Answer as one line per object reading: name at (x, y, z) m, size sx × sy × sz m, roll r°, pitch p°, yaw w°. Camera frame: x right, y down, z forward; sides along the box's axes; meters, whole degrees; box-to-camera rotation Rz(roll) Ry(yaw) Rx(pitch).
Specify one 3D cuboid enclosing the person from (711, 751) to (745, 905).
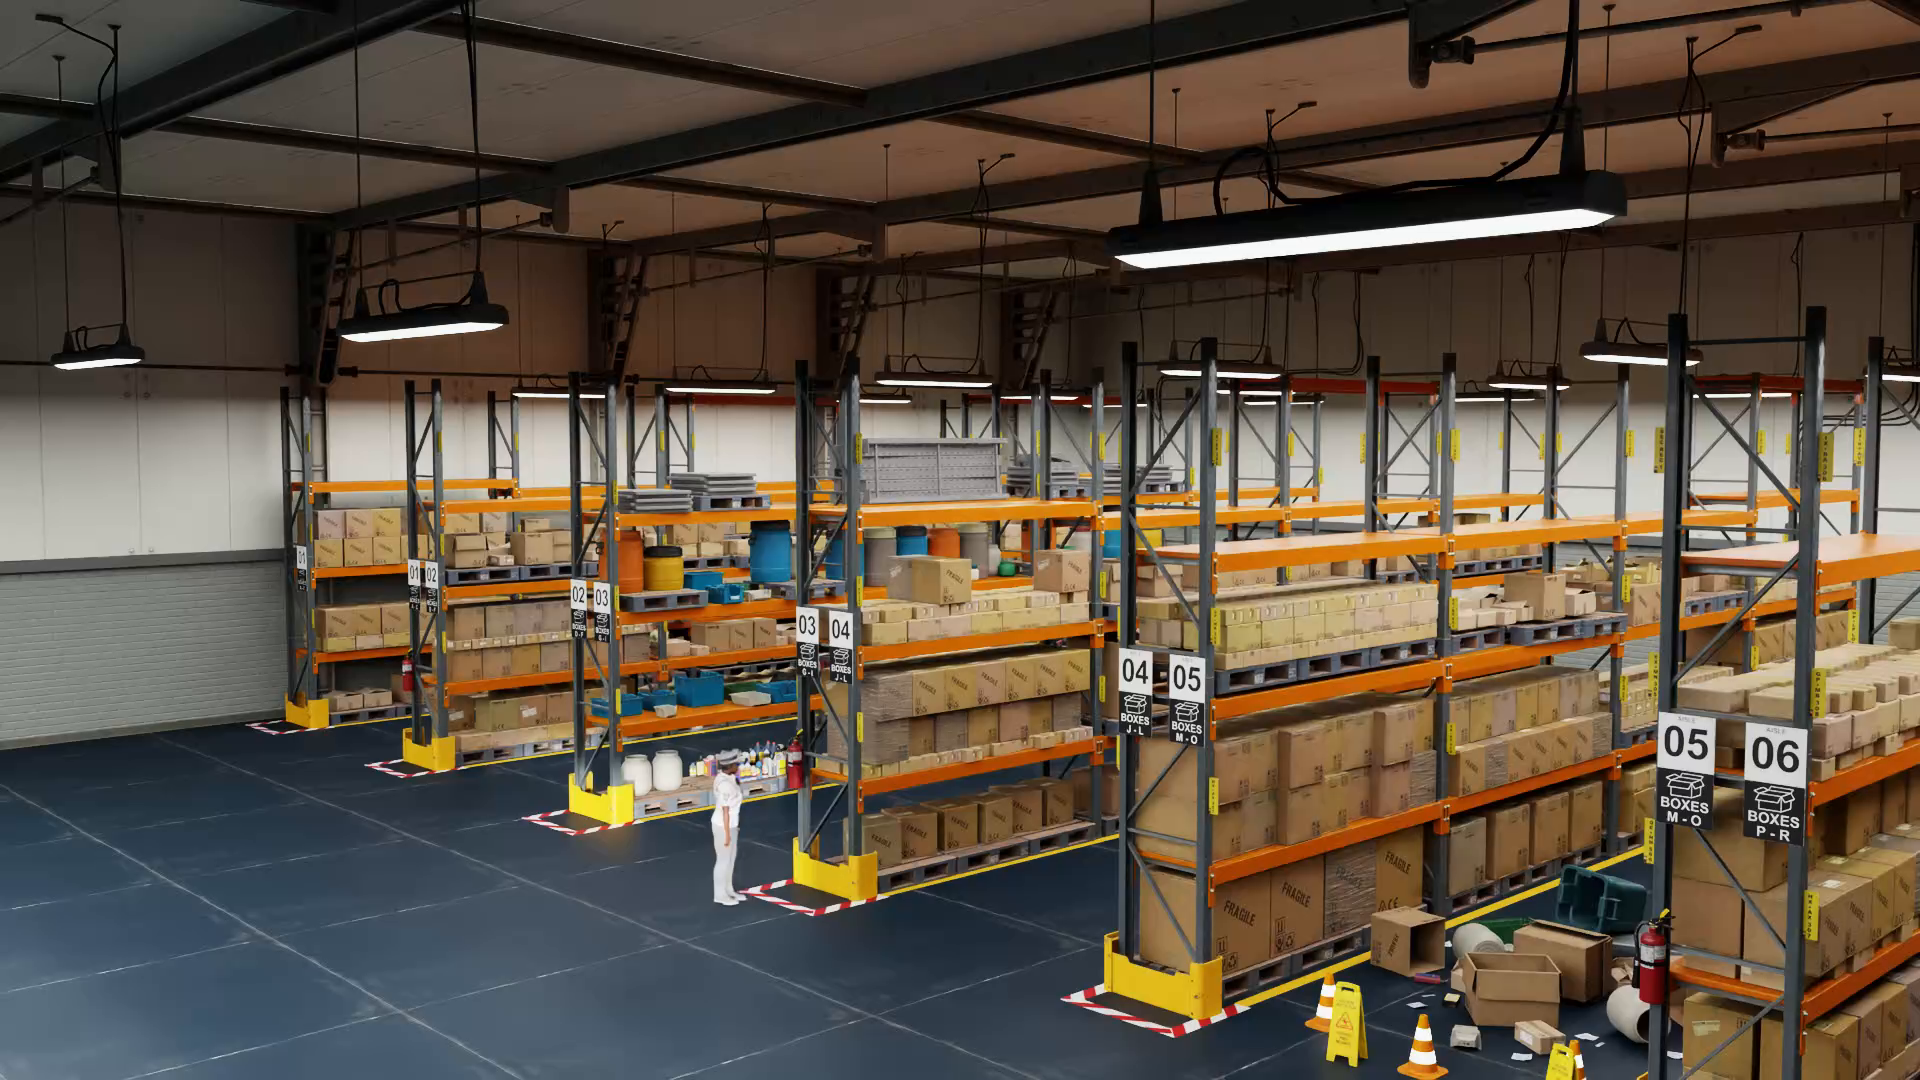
person at (-2.551, 3.153, 18.256) m, size 0.360 × 1.687 × 0.460 m, roll 0°, pitch 4°, yaw -4°

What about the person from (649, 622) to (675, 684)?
person at (-5.735, 2.298, 31.876) m, size 0.518 × 1.677 × 0.376 m, roll -3°, pitch 5°, yaw -39°

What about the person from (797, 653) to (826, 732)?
person at (-2.536, 2.522, 28.859) m, size 0.382 × 1.606 × 0.544 m, roll 2°, pitch 4°, yaw 31°
